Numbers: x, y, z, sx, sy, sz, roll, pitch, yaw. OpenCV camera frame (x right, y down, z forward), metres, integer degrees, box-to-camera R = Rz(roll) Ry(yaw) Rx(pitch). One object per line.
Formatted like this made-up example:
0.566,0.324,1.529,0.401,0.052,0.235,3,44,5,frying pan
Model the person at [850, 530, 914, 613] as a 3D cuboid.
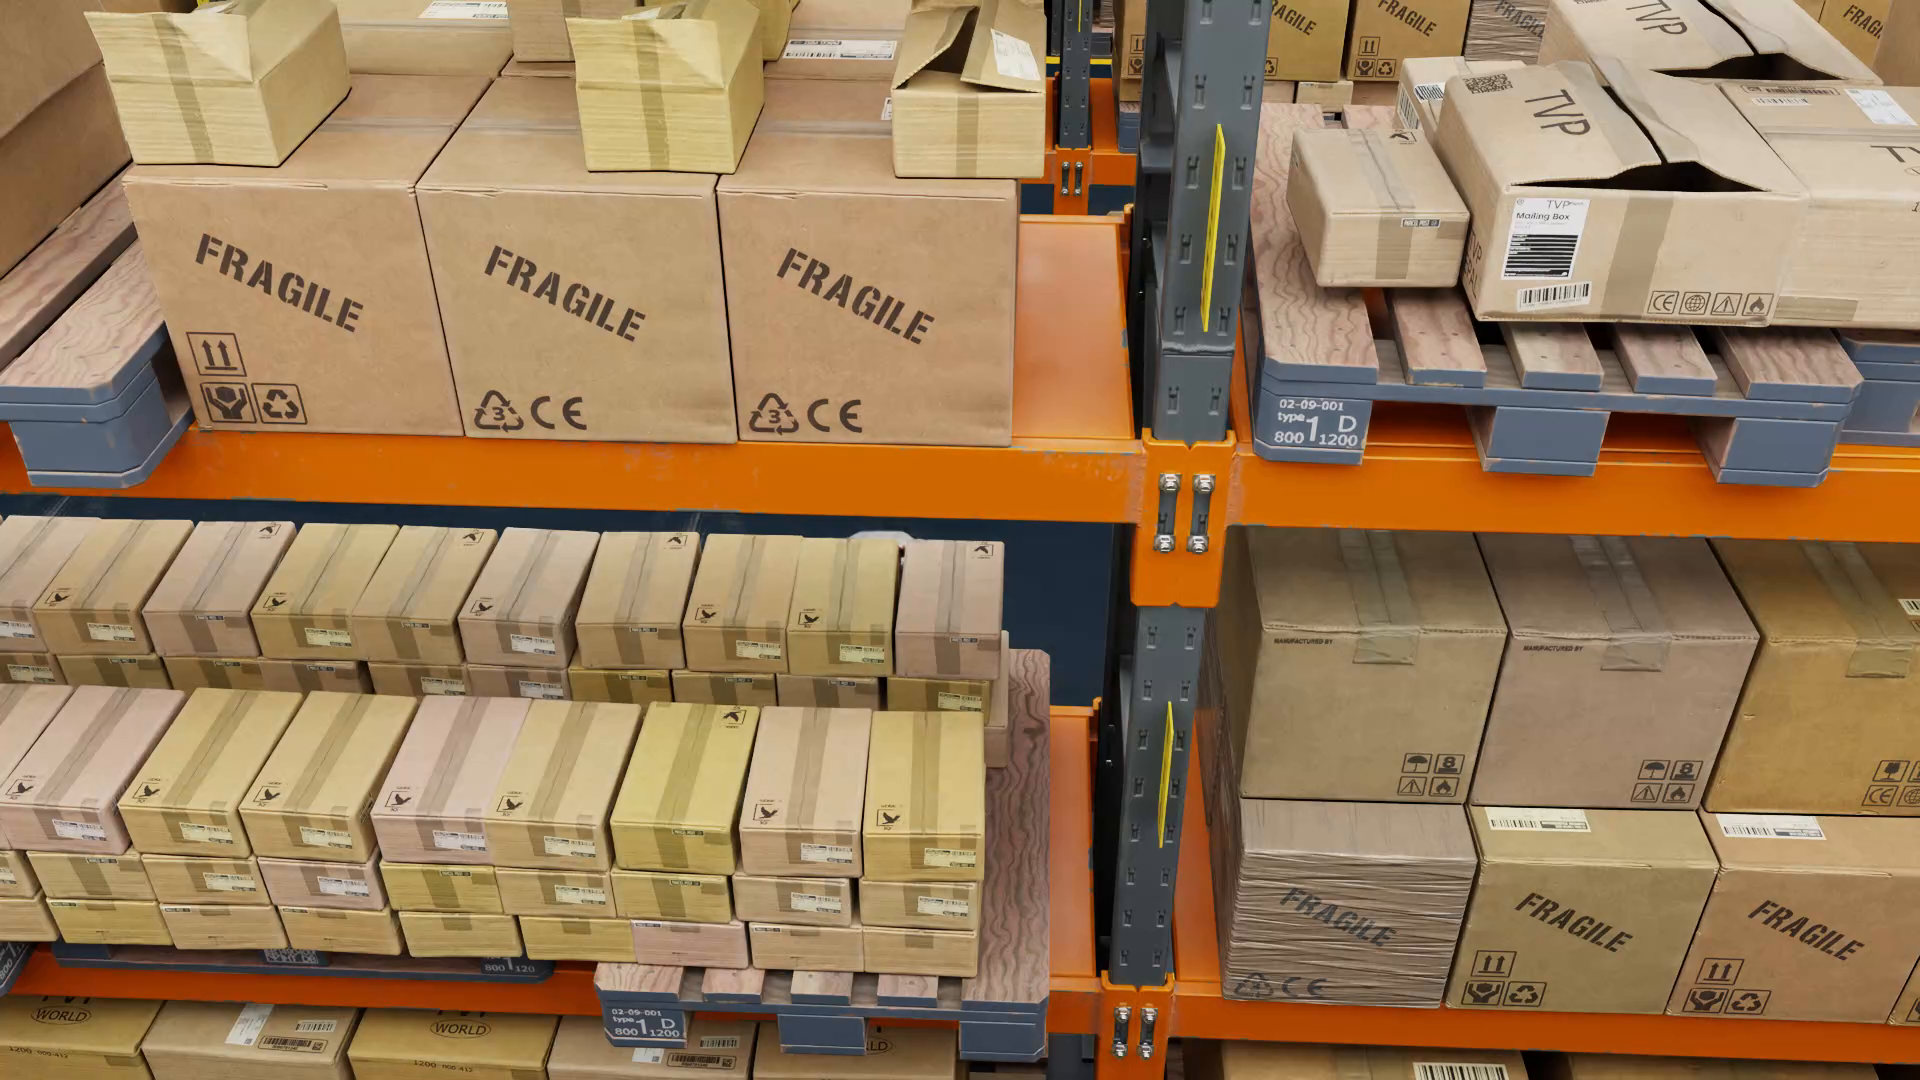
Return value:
-0.275,0.313,6.316,0.481,0.974,0.787,1,36,2,person
